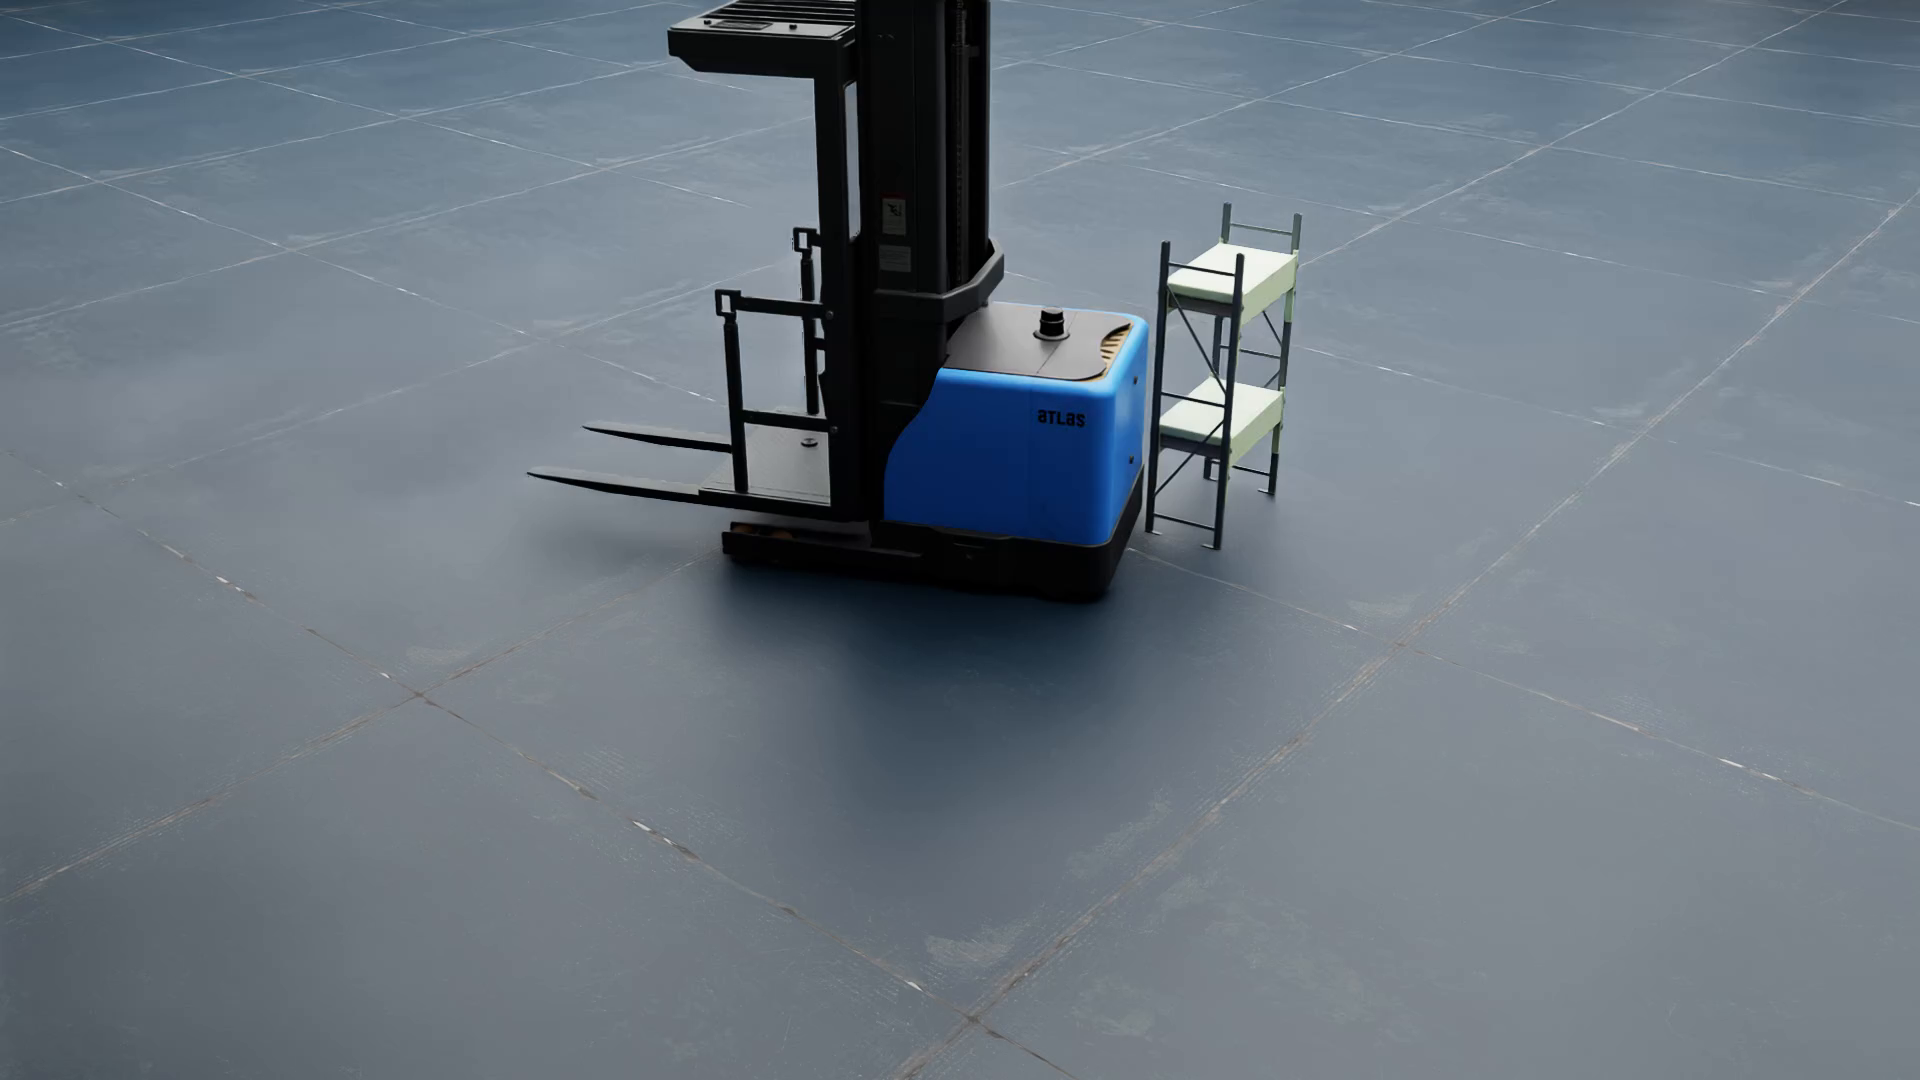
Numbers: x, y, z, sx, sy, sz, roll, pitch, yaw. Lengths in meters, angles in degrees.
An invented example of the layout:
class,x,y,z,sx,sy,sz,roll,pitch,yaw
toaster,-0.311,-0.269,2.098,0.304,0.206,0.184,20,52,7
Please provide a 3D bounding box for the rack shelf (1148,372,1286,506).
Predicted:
class,x,y,z,sx,sy,sz,roll,pitch,yaw
rack shelf,1.290,-0.518,8.328,0.431,0.370,0.720,15,31,27

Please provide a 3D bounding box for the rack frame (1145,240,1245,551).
class,x,y,z,sx,sy,sz,roll,pitch,yaw
rack frame,1.104,-0.662,7.898,0.400,1.500,0.023,15,31,27

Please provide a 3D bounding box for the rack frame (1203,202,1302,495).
class,x,y,z,sx,sy,sz,roll,pitch,yaw
rack frame,1.476,-0.952,8.458,0.400,1.500,0.023,15,31,27

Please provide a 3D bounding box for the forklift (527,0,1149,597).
class,x,y,z,sx,sy,sz,roll,pitch,yaw
forklift,-0.652,-1.405,7.775,3.031,2.935,1.130,7,28,14

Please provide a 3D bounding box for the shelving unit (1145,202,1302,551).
class,x,y,z,sx,sy,sz,roll,pitch,yaw
shelving unit,1.290,-0.807,8.178,0.431,1.500,0.755,15,31,27

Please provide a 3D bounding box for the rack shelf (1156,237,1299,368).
class,x,y,z,sx,sy,sz,roll,pitch,yaw
rack shelf,1.290,-1.154,7.999,0.431,0.370,0.720,15,31,27
